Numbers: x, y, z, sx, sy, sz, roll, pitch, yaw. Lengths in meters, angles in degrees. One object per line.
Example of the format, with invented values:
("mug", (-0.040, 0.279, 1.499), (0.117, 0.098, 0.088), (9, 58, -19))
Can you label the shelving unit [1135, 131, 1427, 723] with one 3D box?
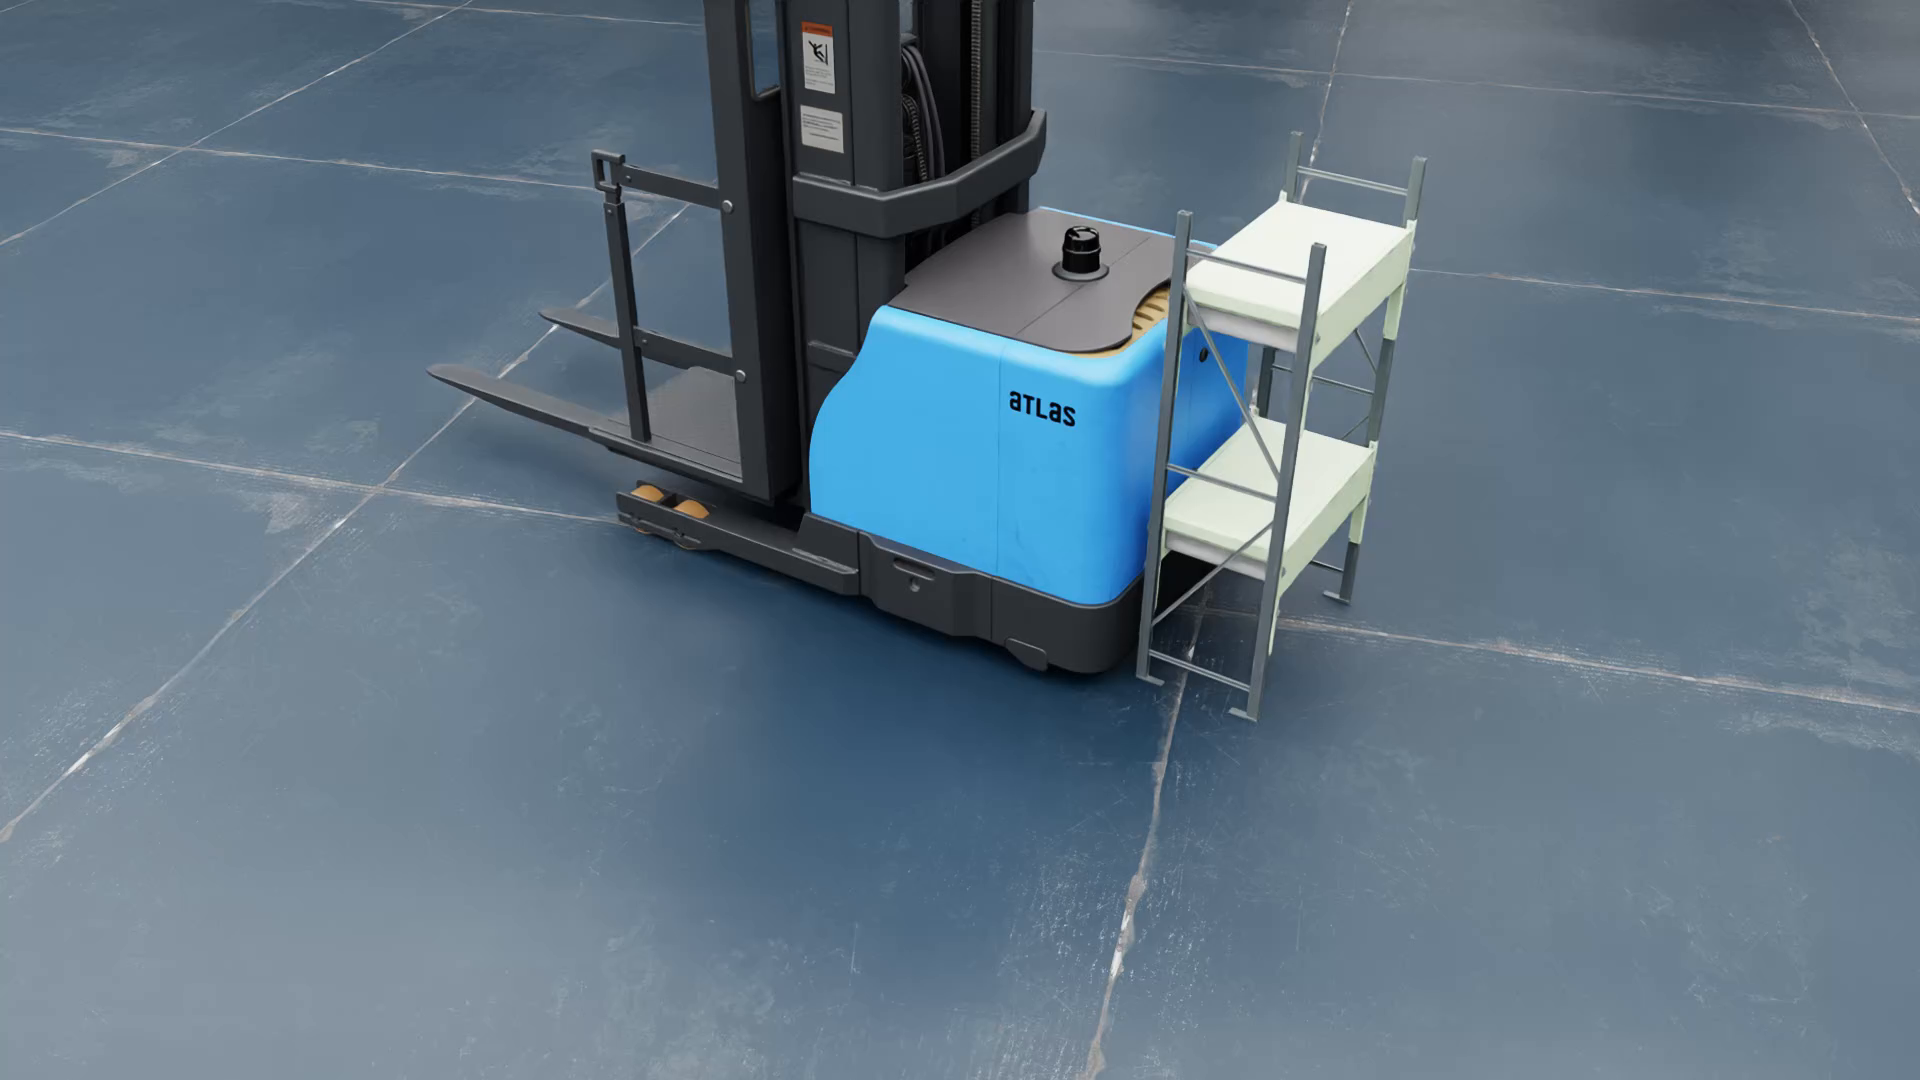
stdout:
("shelving unit", (0.917, -0.320, 4.848), (0.431, 1.500, 0.755), (20, 37, 26))

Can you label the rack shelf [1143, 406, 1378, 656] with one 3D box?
("rack shelf", (0.912, -0.047, 5.026), (0.431, 0.370, 0.720), (20, 37, 26))

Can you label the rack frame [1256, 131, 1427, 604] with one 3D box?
("rack frame", (1.114, -0.486, 5.109), (0.400, 1.500, 0.023), (20, 37, 26))

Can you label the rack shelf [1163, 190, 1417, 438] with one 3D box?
("rack shelf", (0.923, -0.647, 4.636), (0.431, 0.370, 0.720), (20, 37, 26))

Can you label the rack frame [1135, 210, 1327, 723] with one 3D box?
("rack frame", (0.720, -0.154, 4.588), (0.400, 1.500, 0.023), (20, 37, 26))

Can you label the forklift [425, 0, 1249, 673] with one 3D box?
("forklift", (-0.588, -1.423, 5.256), (3.031, 2.935, 1.130), (19, 37, 27))
